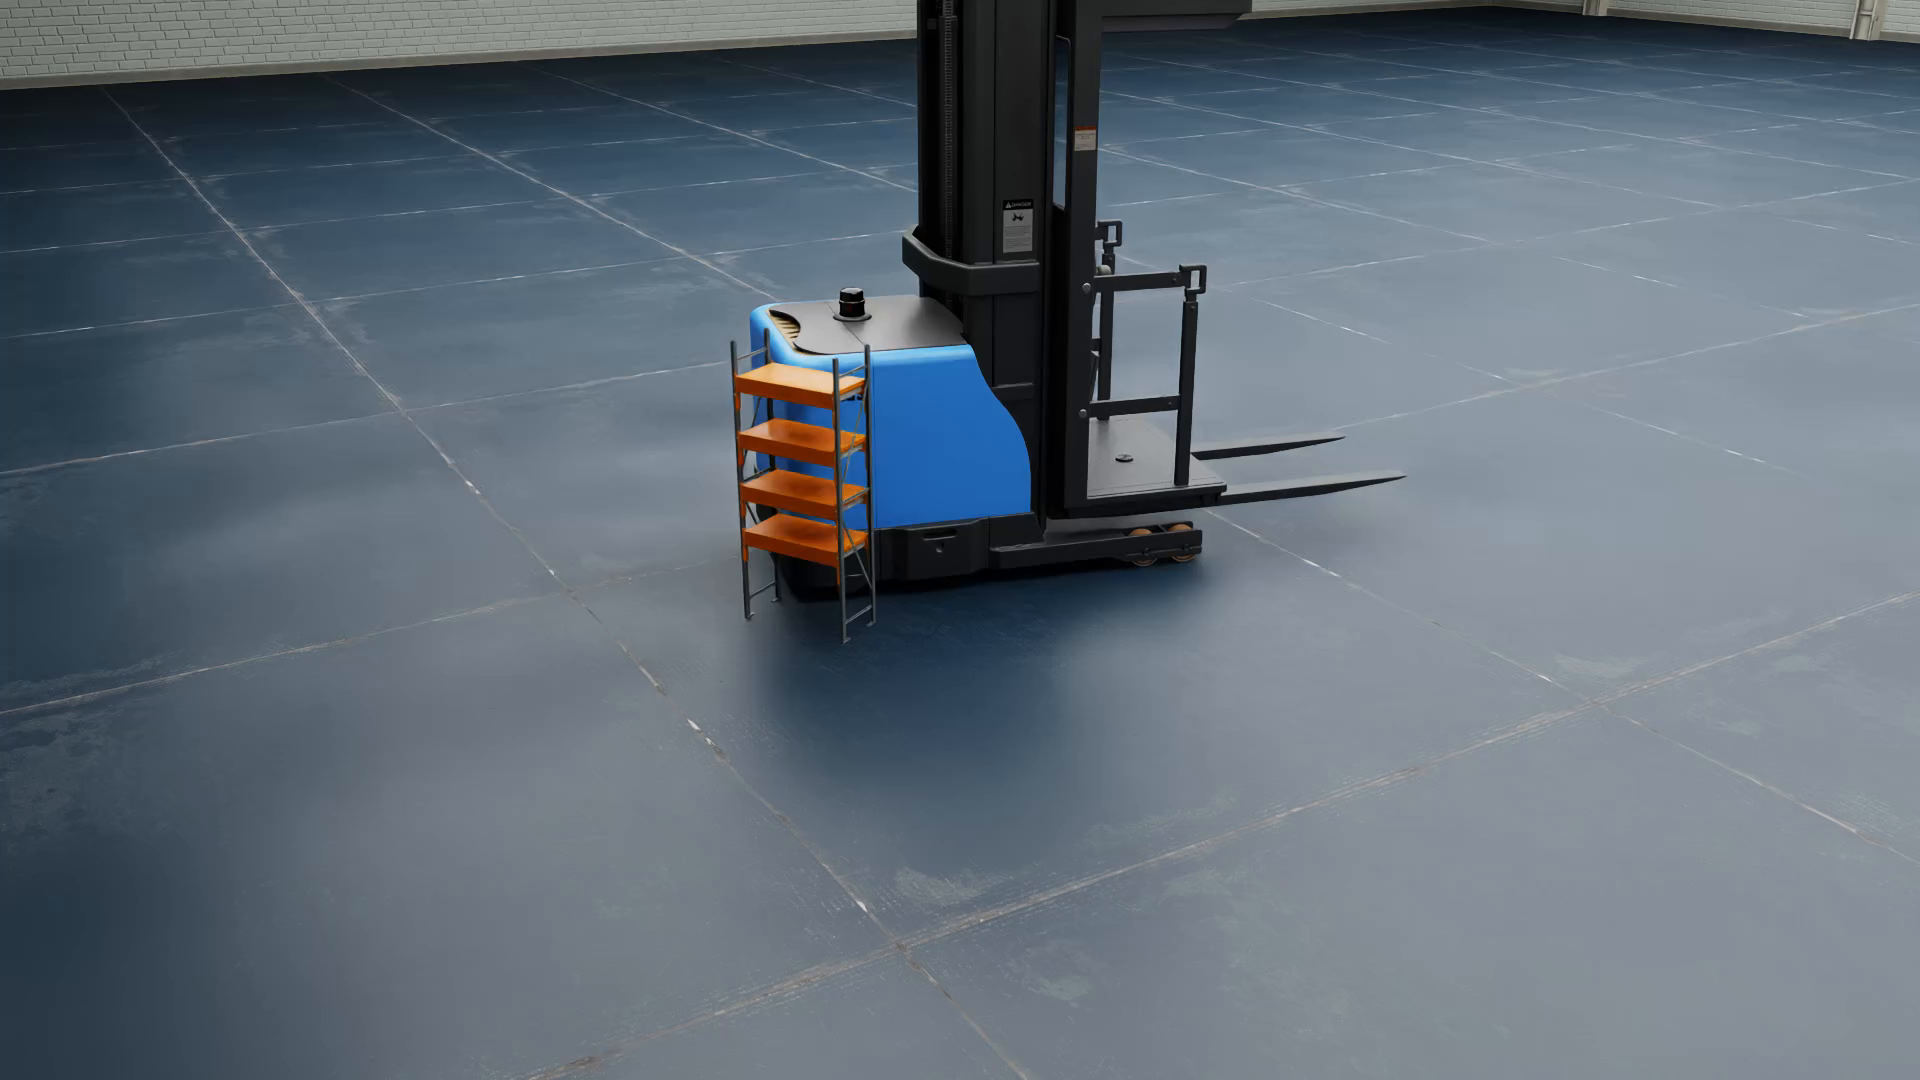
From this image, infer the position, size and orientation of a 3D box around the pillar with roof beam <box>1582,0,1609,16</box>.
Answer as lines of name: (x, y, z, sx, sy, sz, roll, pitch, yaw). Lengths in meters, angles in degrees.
pillar with roof beam: (9.633, -14.364, 31.199, 9.100, 9.000, 0.400, -13, 25, -28)

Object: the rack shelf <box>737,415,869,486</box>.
rack shelf: (-0.629, -0.364, 6.698, 0.480, 0.148, 0.258, 13, 25, 28)

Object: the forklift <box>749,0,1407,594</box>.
forklift: (0.601, -1.423, 7.421, 3.031, 2.935, 1.130, -6, 23, -15)

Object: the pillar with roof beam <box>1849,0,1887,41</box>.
pillar with roof beam: (12.698, -12.422, 26.421, 9.100, 9.000, 0.400, -13, 25, -28)

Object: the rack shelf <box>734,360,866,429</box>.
rack shelf: (-0.629, -0.583, 6.609, 0.480, 0.148, 0.258, 13, 25, 28)

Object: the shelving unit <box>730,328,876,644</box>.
shelving unit: (-0.629, -0.219, 6.757, 0.503, 1.200, 0.258, 13, 25, 28)

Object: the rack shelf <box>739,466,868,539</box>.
rack shelf: (-0.629, -0.157, 6.782, 0.480, 0.148, 0.258, 13, 25, 28)

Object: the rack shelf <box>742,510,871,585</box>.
rack shelf: (-0.629, 0.027, 6.857, 0.480, 0.148, 0.258, 13, 25, 28)

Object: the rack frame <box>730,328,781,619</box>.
rack frame: (-0.839, -0.266, 6.872, 0.015, 1.200, 0.240, 13, 25, 28)

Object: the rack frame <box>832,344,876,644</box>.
rack frame: (-0.419, -0.172, 6.642, 0.015, 1.200, 0.240, 13, 25, 28)
